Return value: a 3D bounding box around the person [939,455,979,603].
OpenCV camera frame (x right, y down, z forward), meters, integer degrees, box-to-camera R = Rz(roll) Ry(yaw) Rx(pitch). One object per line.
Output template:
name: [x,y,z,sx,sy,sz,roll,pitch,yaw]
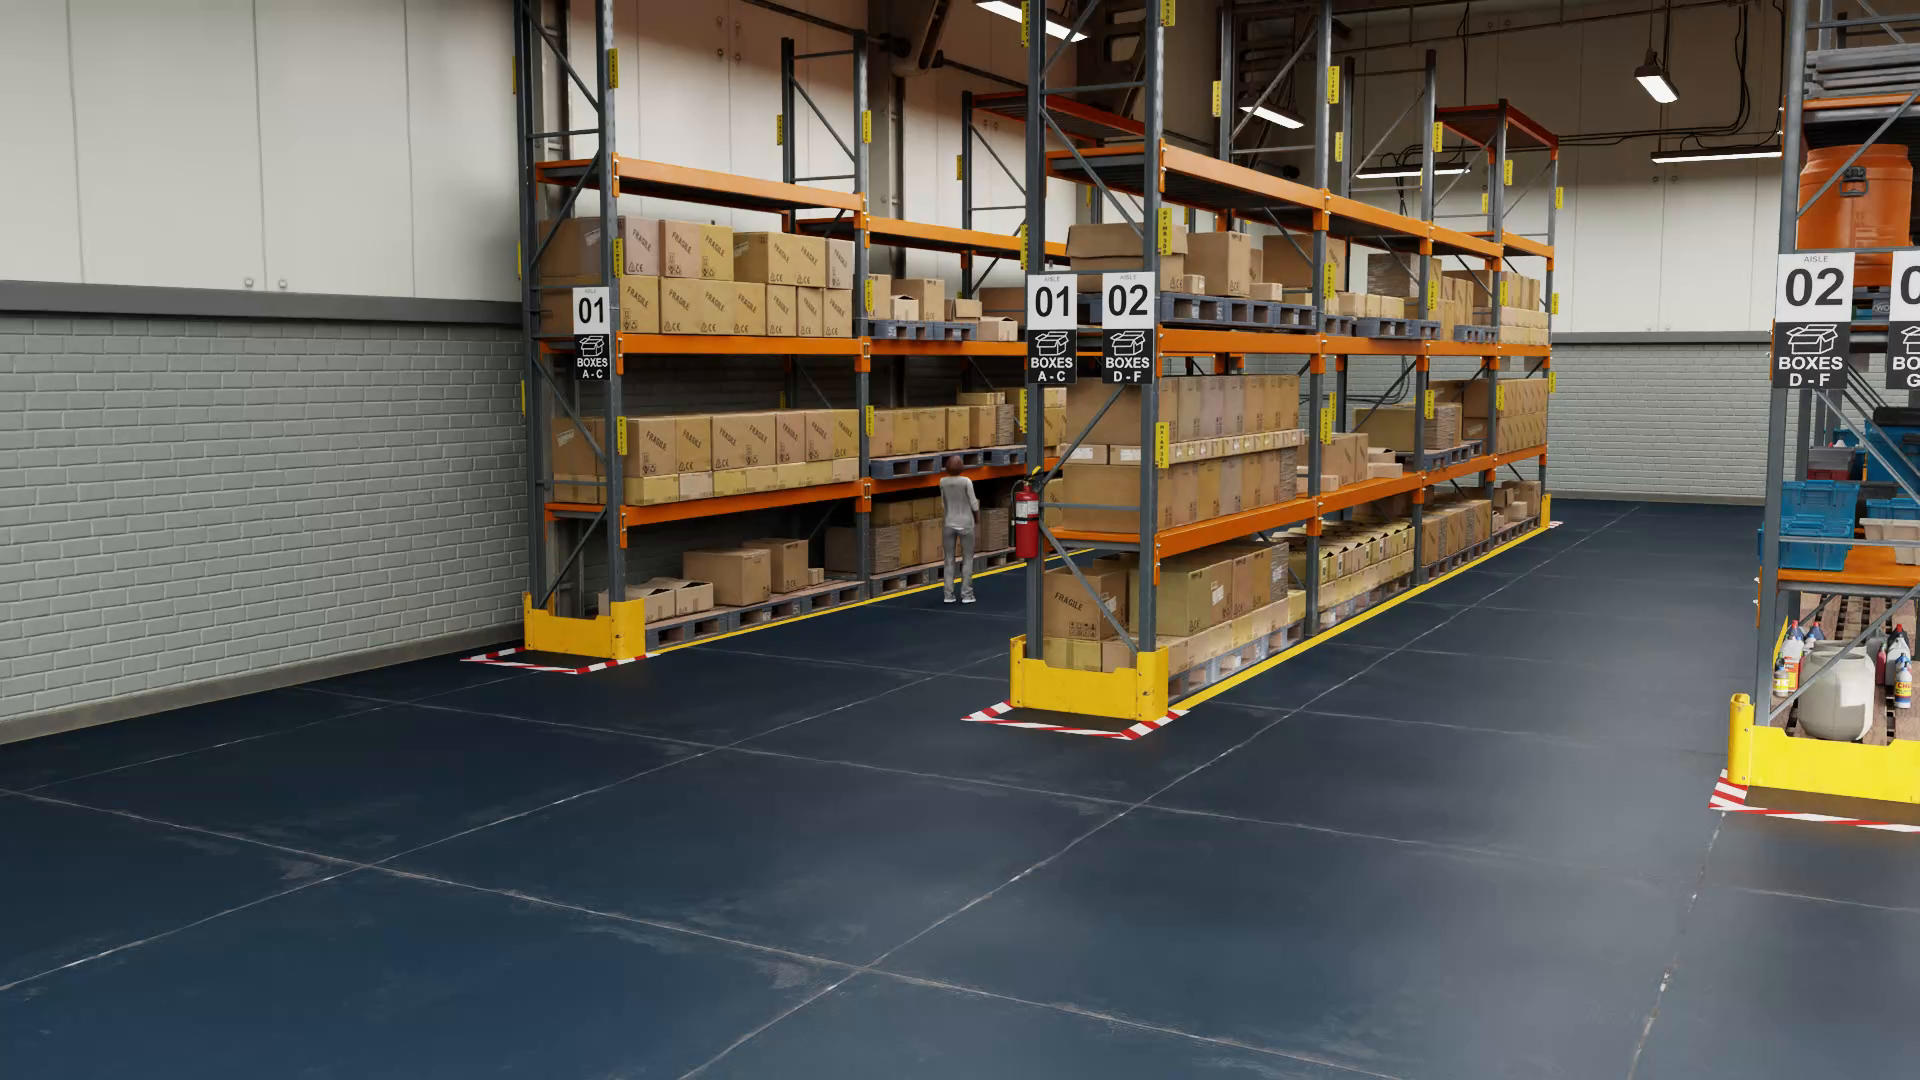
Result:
person: [-0.002,-0.127,17.761,0.408,1.589,0.490,2,6,16]
